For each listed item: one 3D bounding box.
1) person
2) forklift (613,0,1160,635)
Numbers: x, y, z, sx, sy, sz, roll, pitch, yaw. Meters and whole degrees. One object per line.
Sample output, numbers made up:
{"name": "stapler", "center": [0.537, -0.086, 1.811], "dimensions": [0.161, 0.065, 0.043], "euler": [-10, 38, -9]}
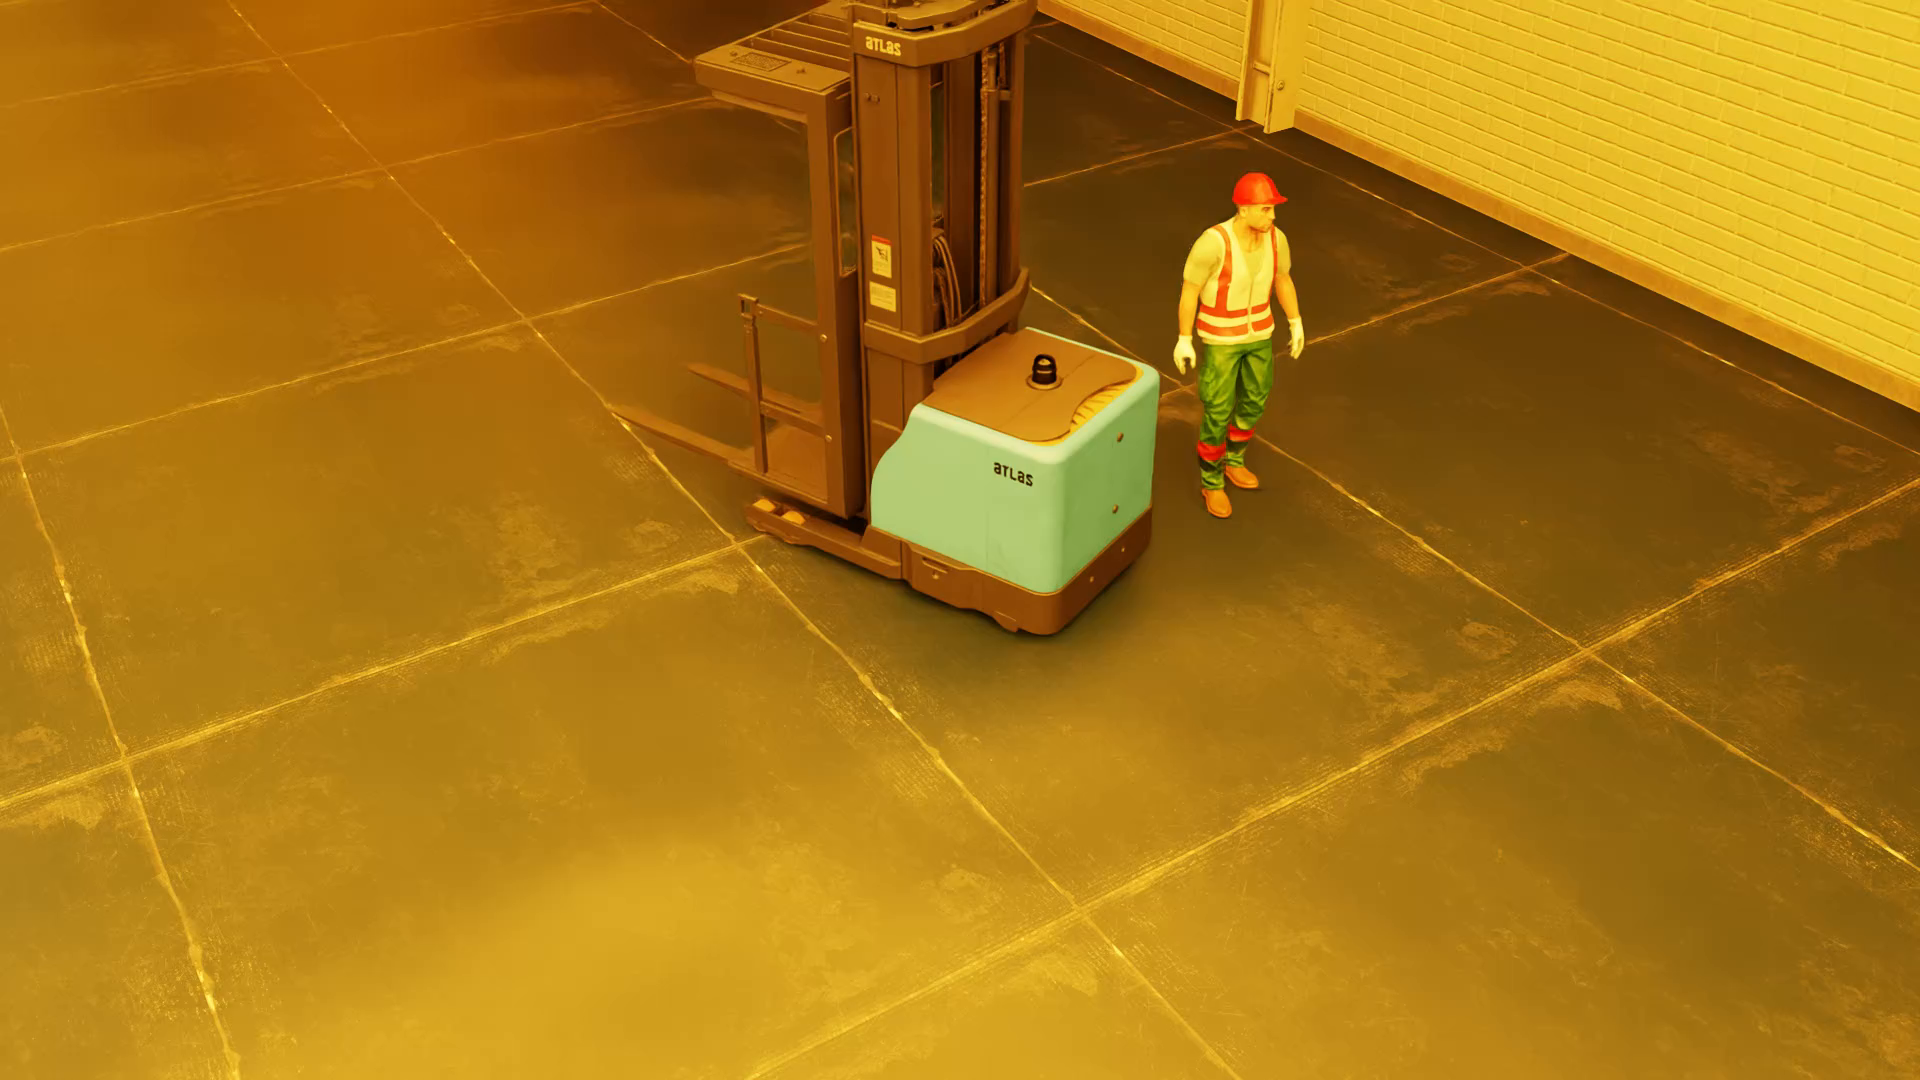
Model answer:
{"name": "person", "center": [1.481, -1.016, 8.597], "dimensions": [0.718, 1.785, 0.525], "euler": [-15, 38, -20]}
{"name": "forklift", "center": [-0.520, -1.407, 8.150], "dimensions": [3.031, 2.935, 1.130], "euler": [22, 41, 28]}
